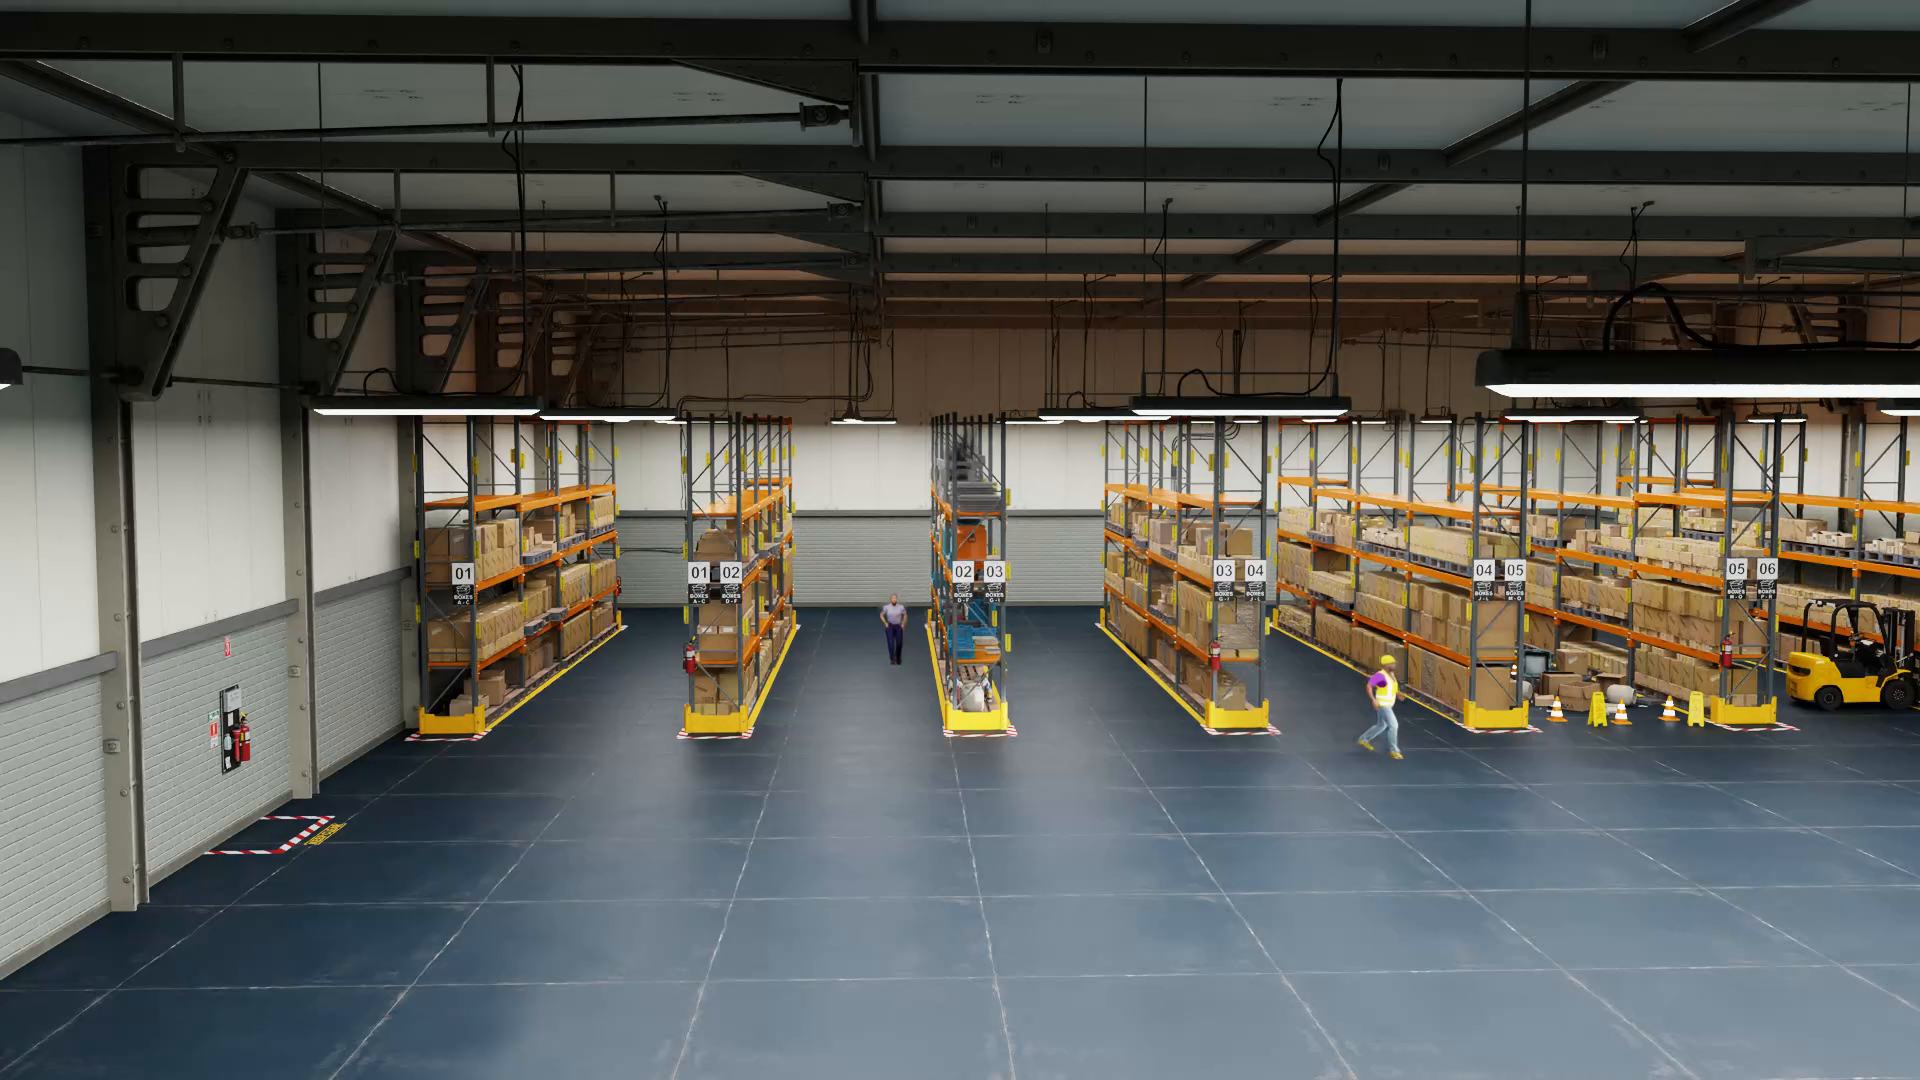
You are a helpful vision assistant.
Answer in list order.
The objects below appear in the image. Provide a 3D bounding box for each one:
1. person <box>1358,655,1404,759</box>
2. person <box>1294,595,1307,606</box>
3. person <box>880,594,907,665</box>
[{"bbox_3d":[7.337,2.905,28.873,0.879,1.827,0.711,2,5,31],"label":"person"},{"bbox_3d":[10.199,1.549,49.148,0.816,1.698,0.597,0,4,1],"label":"person"},{"bbox_3d":[-1.516,2.056,37.982,0.621,1.653,0.518,0,4,-5],"label":"person"}]
